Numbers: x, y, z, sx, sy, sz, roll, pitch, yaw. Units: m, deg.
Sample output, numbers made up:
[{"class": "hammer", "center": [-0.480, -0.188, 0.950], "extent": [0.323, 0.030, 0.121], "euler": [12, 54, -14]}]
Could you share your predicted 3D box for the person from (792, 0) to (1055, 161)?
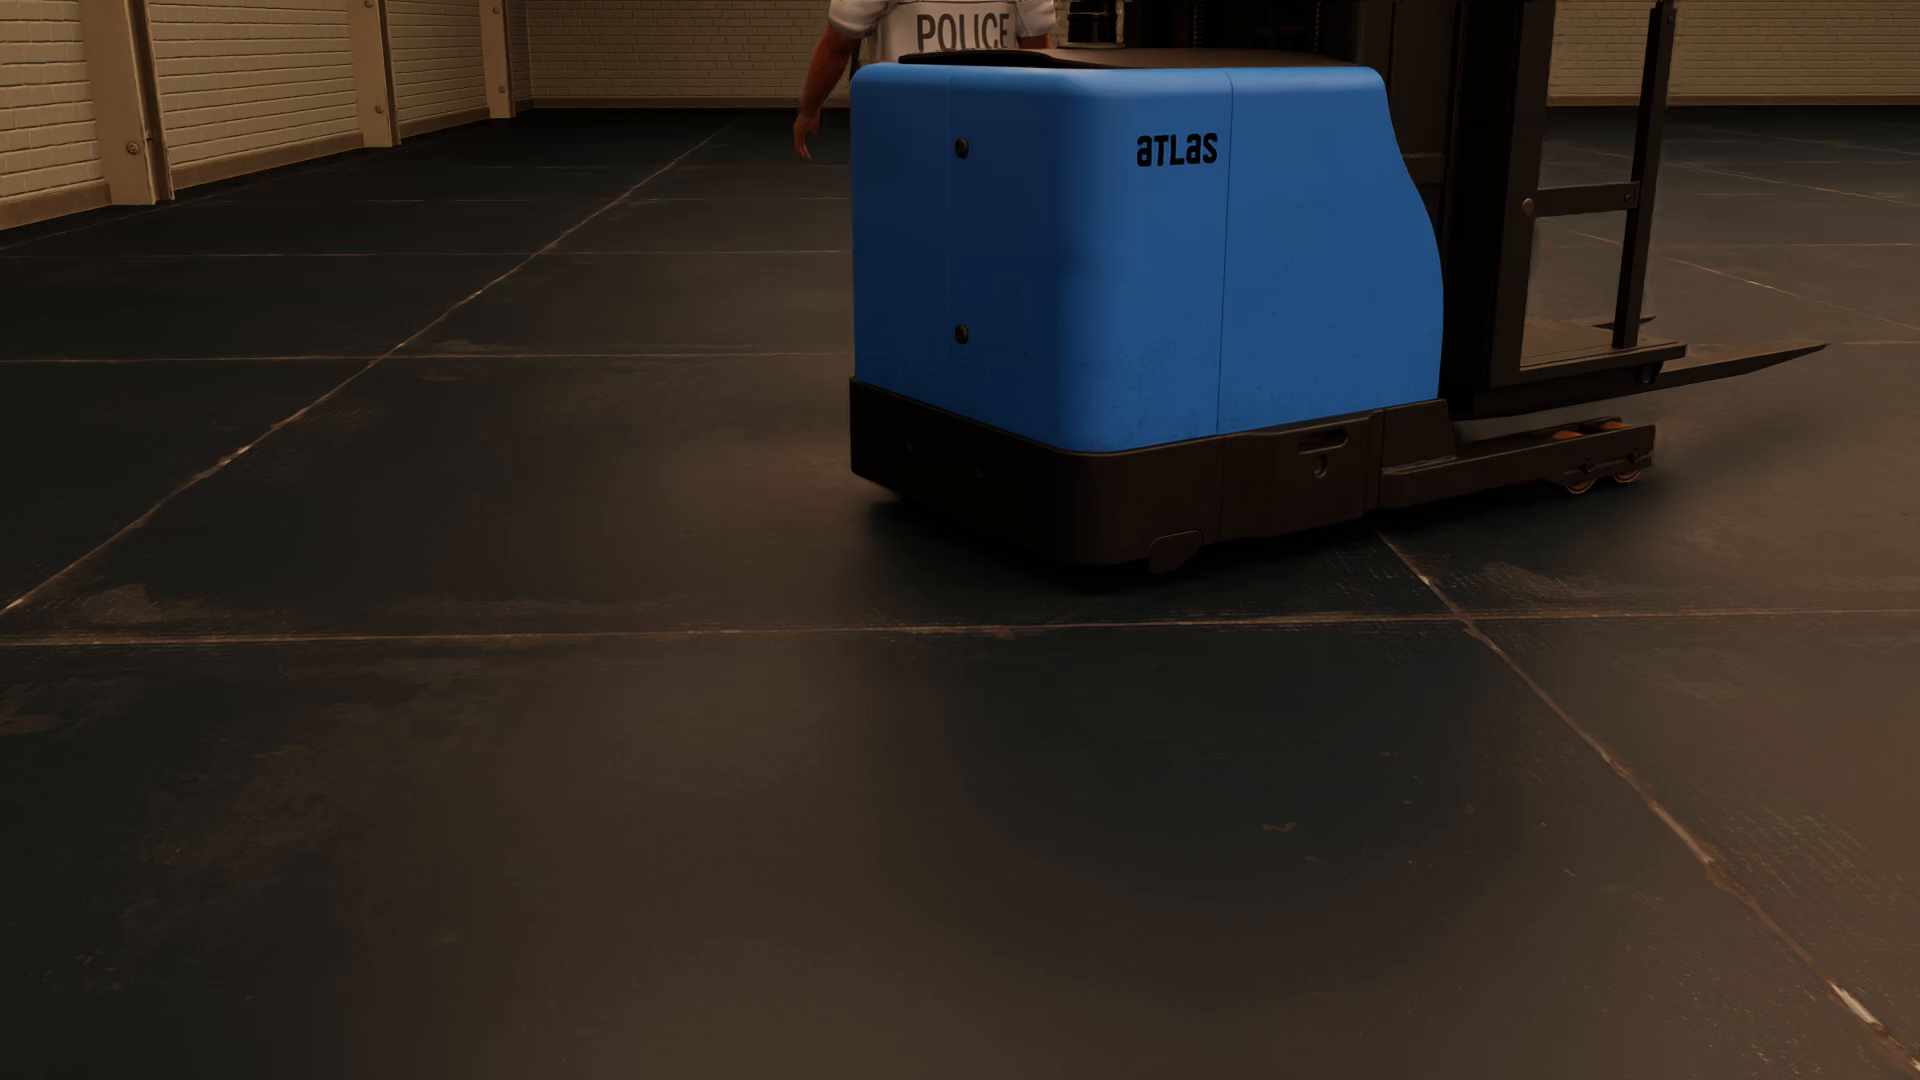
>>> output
[{"class": "person", "center": [-0.063, -1.122, 4.789], "extent": [0.747, 1.737, 0.945], "euler": [-11, 20, -31]}]

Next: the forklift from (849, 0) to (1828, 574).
[{"class": "forklift", "center": [1.236, -1.637, 4.258], "extent": [3.031, 2.935, 1.130], "euler": [-11, 20, -31]}]
